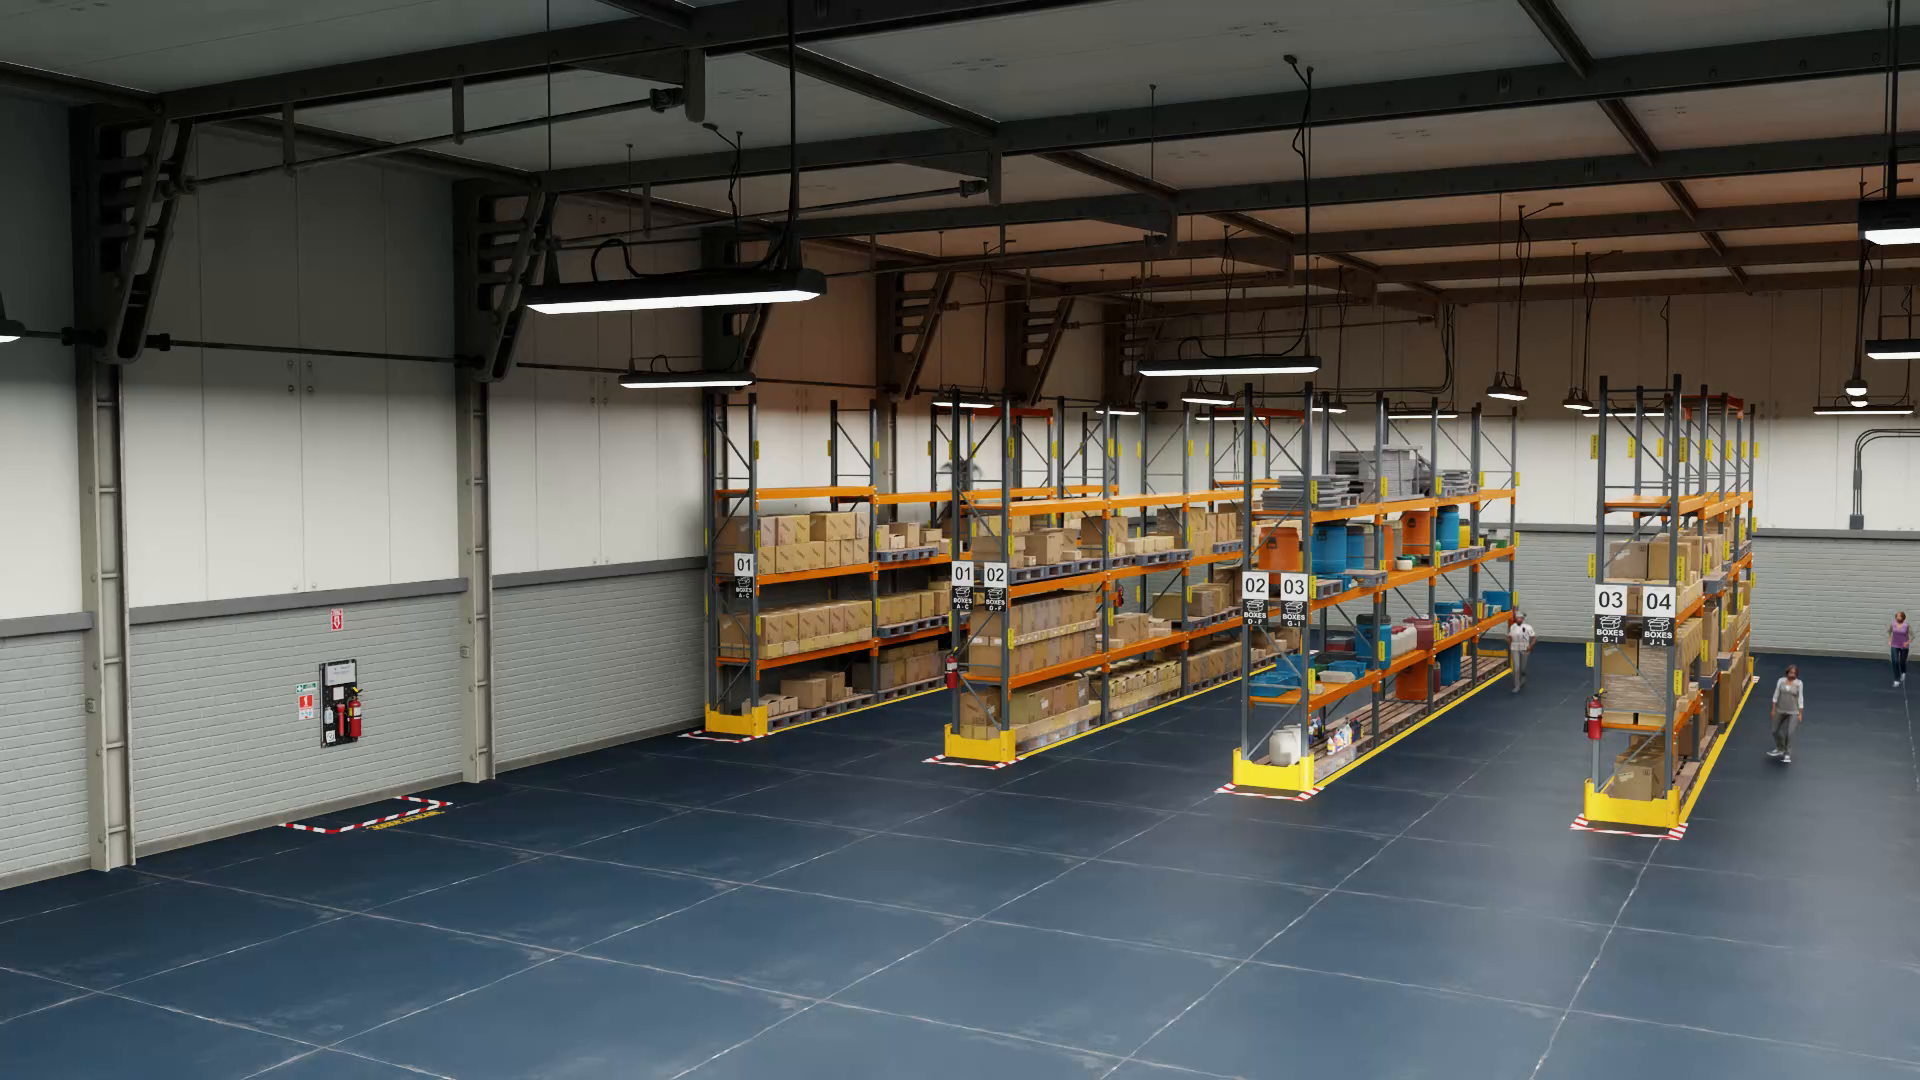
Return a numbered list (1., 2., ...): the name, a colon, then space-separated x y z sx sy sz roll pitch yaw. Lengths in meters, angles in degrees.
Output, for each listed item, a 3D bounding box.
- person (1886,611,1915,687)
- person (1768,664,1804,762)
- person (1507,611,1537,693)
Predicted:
1. person: 20.011 2.312 35.397 0.545 1.589 0.795 2 4 34
2. person: 13.264 2.767 26.708 0.535 1.578 0.435 2 4 39
3. person: 11.673 2.304 34.562 0.596 1.694 0.694 2 4 29
